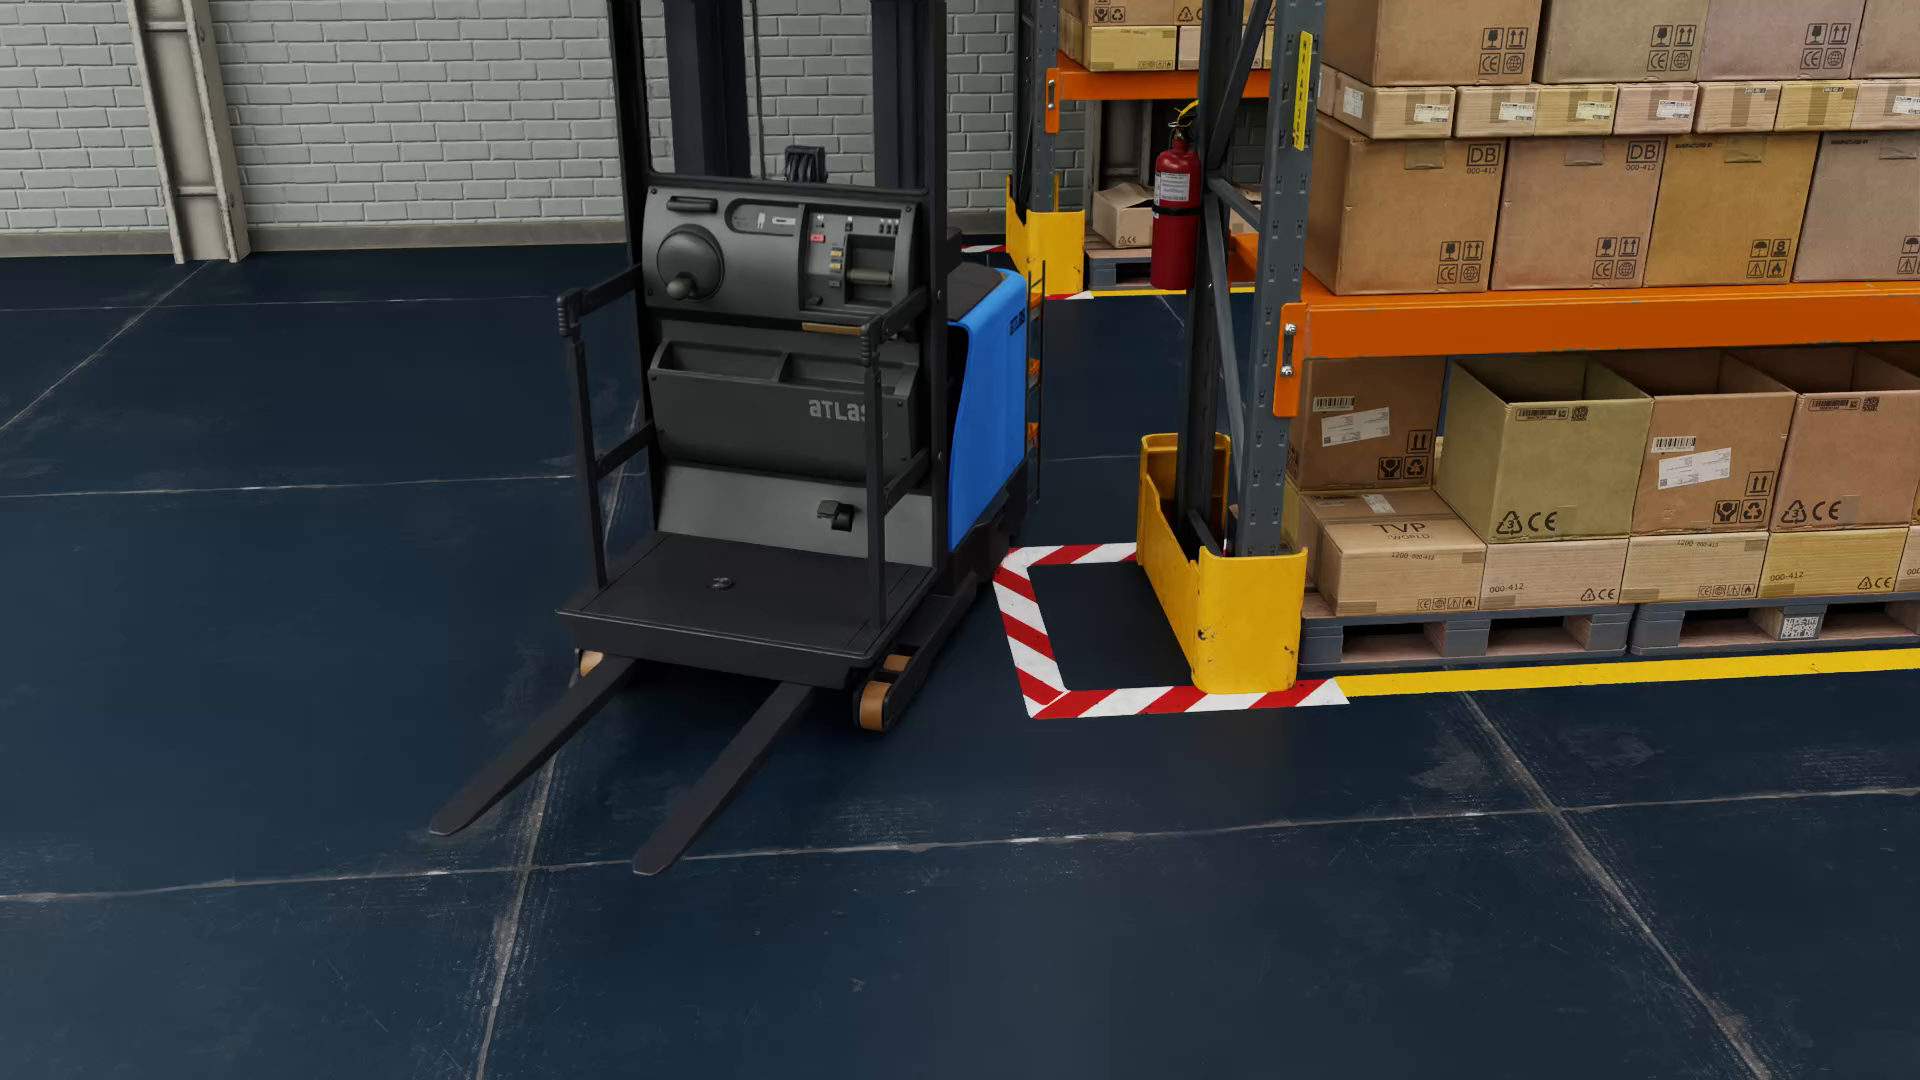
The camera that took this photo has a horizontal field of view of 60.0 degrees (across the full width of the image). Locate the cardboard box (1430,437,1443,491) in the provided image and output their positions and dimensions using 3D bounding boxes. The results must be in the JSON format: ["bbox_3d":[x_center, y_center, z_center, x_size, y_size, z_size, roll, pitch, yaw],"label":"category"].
[{"bbox_3d":[1.944,-0.194,6.362,0.500,0.250,0.500,-2,24,-5],"label":"cardboard box"}]

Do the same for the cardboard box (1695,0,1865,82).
[{"bbox_3d":[2.486,-1.791,5.365,0.500,0.500,0.700,-2,24,-5],"label":"cardboard box"}]

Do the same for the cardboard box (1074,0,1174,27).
[{"bbox_3d":[0.957,-3.276,9.664,0.500,0.500,0.500,-2,24,-5],"label":"cardboard box"}]

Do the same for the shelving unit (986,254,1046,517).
[{"bbox_3d":[0.192,-0.630,6.874,0.252,1.050,0.215,9,25,19],"label":"shelving unit"}]

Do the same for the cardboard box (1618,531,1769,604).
[{"bbox_3d":[2.493,-0.001,5.928,0.500,0.250,0.500,-2,24,-5],"label":"cardboard box"}]

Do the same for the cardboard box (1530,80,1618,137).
[{"bbox_3d":[1.865,-1.385,5.251,0.250,0.149,0.380,-2,24,-5],"label":"cardboard box"}]

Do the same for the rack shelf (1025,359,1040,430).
[{"bbox_3d":[0.192,-0.621,6.878,0.240,0.259,0.215,9,25,19],"label":"rack shelf"}]

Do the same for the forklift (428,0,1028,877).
[{"bbox_3d":[-0.652,-0.901,5.169,1.130,2.935,3.031,7,25,16],"label":"forklift"}]

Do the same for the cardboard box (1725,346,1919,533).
[{"bbox_3d":[2.991,-0.361,5.815,0.500,0.500,0.500,-2,24,-5],"label":"cardboard box"}]

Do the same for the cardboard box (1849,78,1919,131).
[{"bbox_3d":[2.884,-1.425,5.341,0.250,0.149,0.380,-2,24,-5],"label":"cardboard box"}]

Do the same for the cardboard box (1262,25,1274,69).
[{"bbox_3d":[1.992,-2.971,9.902,0.500,0.250,0.500,-3,24,-6],"label":"cardboard box"}]

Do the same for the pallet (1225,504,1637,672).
[{"bbox_3d":[1.700,0.134,6.189,1.213,0.211,1.003,-2,24,-5],"label":"pallet"}]

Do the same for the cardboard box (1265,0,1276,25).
[{"bbox_3d":[1.964,-3.310,9.740,0.500,0.500,0.500,-3,24,-7],"label":"cardboard box"}]

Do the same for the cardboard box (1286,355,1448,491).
[{"bbox_3d":[1.447,-0.513,6.156,0.500,0.500,0.500,-2,24,-5],"label":"cardboard box"}]

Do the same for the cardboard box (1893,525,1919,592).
[{"bbox_3d":[3.489,-0.039,6.014,0.500,0.250,0.500,-2,24,-5],"label":"cardboard box"}]

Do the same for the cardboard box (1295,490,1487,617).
[{"bbox_3d":[1.498,0.040,5.835,0.500,0.250,0.500,-2,24,-5],"label":"cardboard box"}]

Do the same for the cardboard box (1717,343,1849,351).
[{"bbox_3d":[2.939,-0.578,6.303,0.500,0.500,0.500,-2,24,-5],"label":"cardboard box"}]

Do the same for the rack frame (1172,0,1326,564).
[{"bbox_3d":[0.943,-1.093,5.516,0.127,3.000,1.000,-2,24,-5],"label":"rack frame"}]

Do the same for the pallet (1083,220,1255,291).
[{"bbox_3d":[1.340,-1.842,10.635,1.213,0.211,1.003,-2,24,-5],"label":"pallet"}]

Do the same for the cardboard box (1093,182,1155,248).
[{"bbox_3d":[1.150,-2.059,10.458,0.500,0.311,0.500,-5,24,-11],"label":"cardboard box"}]

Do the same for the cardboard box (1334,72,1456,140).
[{"bbox_3d":[1.354,-1.364,5.203,0.250,0.149,0.380,-2,24,-6],"label":"cardboard box"}]

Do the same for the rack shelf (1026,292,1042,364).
[{"bbox_3d":[0.193,-0.881,6.764,0.240,0.259,0.215,9,25,19],"label":"rack shelf"}]

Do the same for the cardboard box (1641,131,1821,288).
[{"bbox_3d":[2.425,-1.193,5.617,0.500,0.500,0.700,-2,24,-5],"label":"cardboard box"}]

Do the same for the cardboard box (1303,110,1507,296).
[{"bbox_3d":[1.409,-1.152,5.526,0.500,0.500,0.700,-2,24,-5],"label":"cardboard box"}]

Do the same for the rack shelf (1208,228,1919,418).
[{"bbox_3d":[2.933,-0.844,5.842,4.000,0.370,1.077,-2,24,-5],"label":"rack shelf"}]

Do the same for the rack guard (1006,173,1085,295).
[{"bbox_3d":[0.528,-1.956,10.535,0.348,0.500,1.175,-2,24,-5],"label":"rack guard"}]

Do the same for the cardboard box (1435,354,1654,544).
[{"bbox_3d":[1.996,-0.323,5.729,0.500,0.500,0.500,-2,24,-5],"label":"cardboard box"}]

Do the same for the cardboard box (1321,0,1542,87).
[{"bbox_3d":[1.461,-1.747,5.267,0.500,0.500,0.700,-2,24,-5],"label":"cardboard box"}]

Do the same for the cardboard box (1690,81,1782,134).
[{"bbox_3d":[2.382,-1.406,5.298,0.250,0.149,0.380,-3,24,-7],"label":"cardboard box"}]

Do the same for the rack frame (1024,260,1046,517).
[{"bbox_3d":[0.306,-0.613,6.834,0.008,1.050,0.200,9,25,19],"label":"rack frame"}]

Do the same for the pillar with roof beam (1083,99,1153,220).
[{"bbox_3d":[1.487,-4.474,5.737,0.400,9.000,9.100,-2,24,-5],"label":"pillar with roof beam"}]

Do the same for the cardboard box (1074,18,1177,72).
[{"bbox_3d":[0.969,-2.927,9.802,0.500,0.250,0.500,-3,24,-7],"label":"cardboard box"}]
